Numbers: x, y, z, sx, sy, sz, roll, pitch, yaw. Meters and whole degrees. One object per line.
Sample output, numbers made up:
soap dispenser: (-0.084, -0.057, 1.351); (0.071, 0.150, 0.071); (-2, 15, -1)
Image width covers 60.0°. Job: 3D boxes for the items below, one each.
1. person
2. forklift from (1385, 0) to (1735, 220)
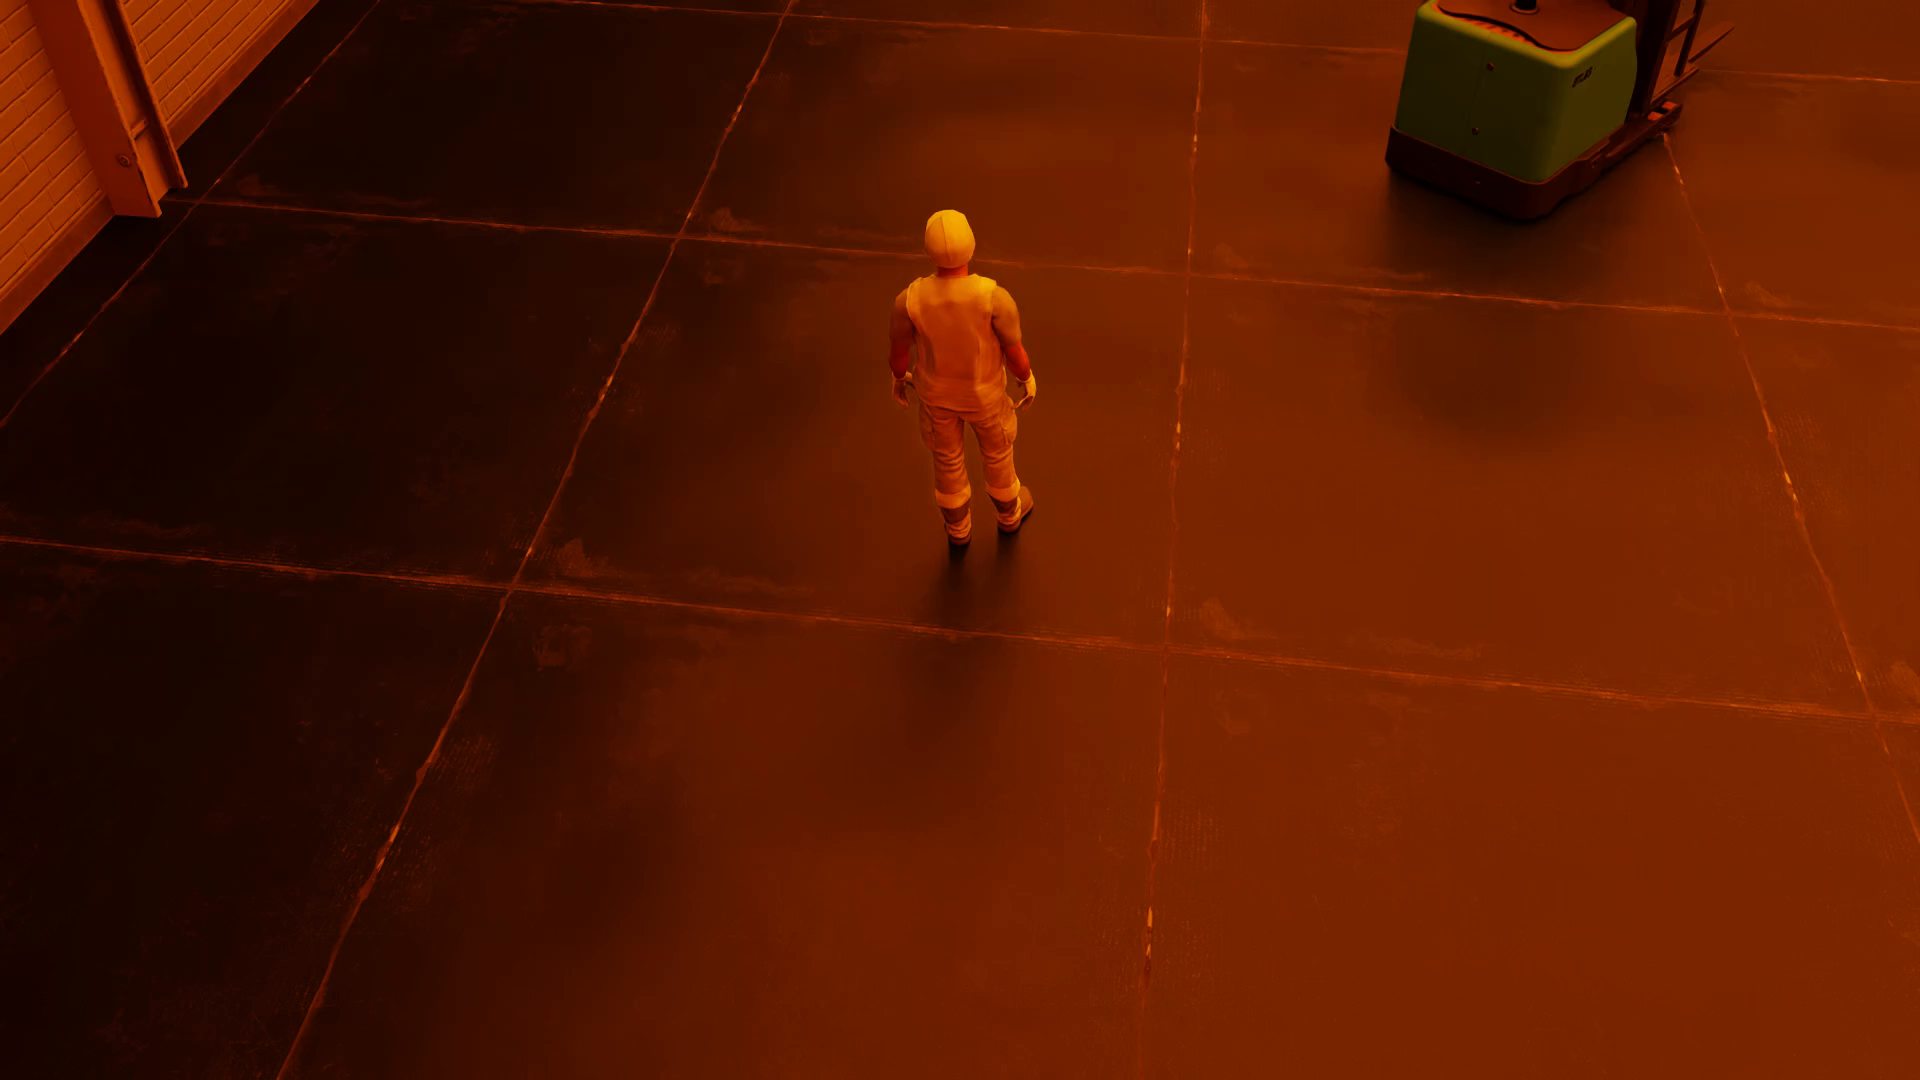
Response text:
person: (0.023, -0.717, 7.338); (0.637, 1.787, 0.564); (5, 43, 6)
forklift: (4.031, -3.878, 9.945); (1.130, 2.935, 3.031); (33, 52, 31)
